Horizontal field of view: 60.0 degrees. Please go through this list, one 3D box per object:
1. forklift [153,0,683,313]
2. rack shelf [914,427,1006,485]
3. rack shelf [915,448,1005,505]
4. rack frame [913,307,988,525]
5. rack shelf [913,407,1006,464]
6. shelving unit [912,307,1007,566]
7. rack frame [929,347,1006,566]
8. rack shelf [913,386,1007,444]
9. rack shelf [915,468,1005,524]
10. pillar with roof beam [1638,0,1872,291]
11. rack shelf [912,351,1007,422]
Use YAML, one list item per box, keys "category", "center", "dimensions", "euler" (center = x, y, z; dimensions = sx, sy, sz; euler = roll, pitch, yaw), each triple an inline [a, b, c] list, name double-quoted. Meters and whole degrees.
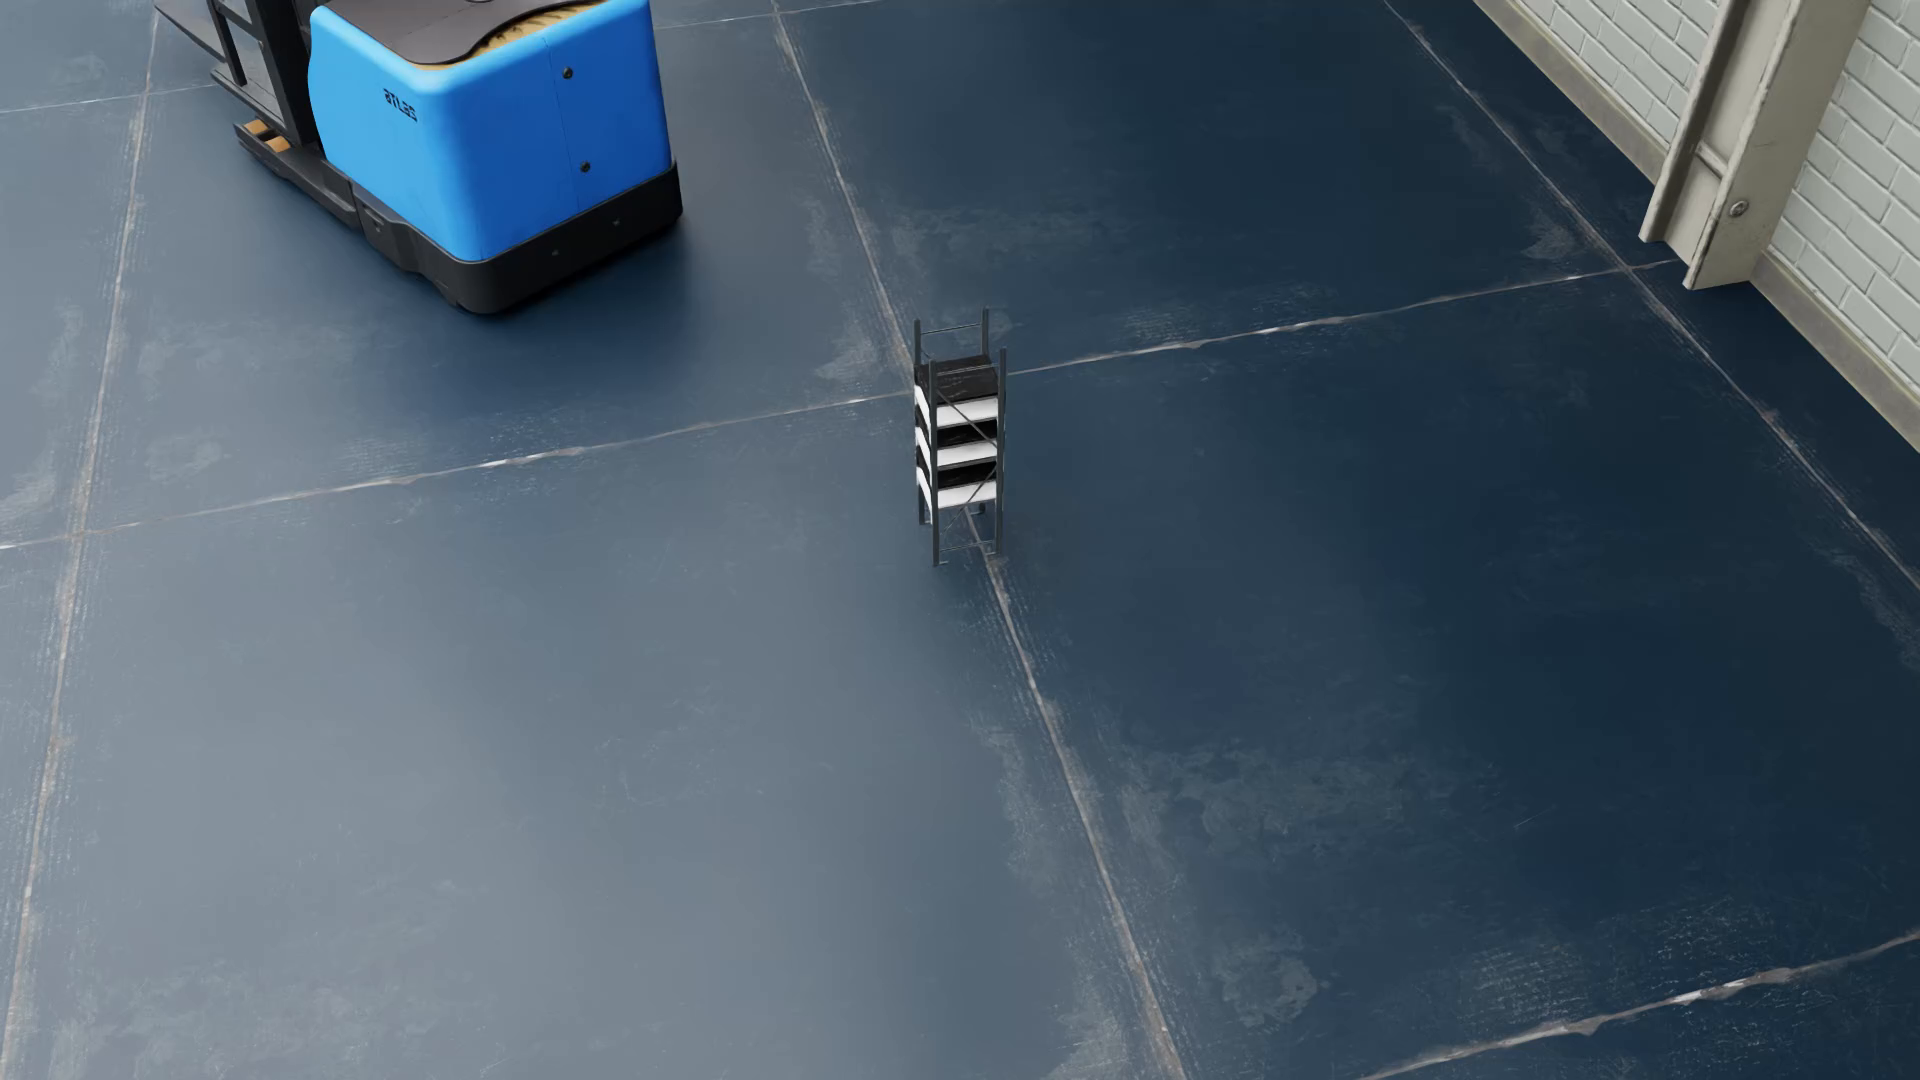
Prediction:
- category: "forklift"
  center: [-2.565, -2.861, 6.502]
  dimensions: [1.130, 2.935, 3.031]
  euler: [-35, 55, -30]
- category: "rack shelf"
  center: [-0.002, -0.297, 5.458]
  dimensions: [0.258, 0.077, 0.200]
  euler: [-11, 47, -10]
- category: "rack shelf"
  center: [-0.002, -0.234, 5.522]
  dimensions: [0.258, 0.077, 0.200]
  euler: [-11, 47, -10]
- category: "rack frame"
  center: [-0.028, -0.391, 5.503]
  dimensions: [0.240, 0.900, 0.006]
  euler: [-11, 47, -10]
- category: "rack shelf"
  center: [-0.002, -0.360, 5.394]
  dimensions: [0.258, 0.077, 0.200]
  euler: [-11, 47, -10]
- category: "shelving unit"
  center: [-0.002, -0.321, 5.434]
  dimensions: [0.258, 0.900, 0.210]
  euler: [-11, 47, -10]
- category: "rack frame"
  center: [0.024, -0.250, 5.365]
  dimensions: [0.240, 0.900, 0.006]
  euler: [-11, 47, -10]
- category: "rack shelf"
  center: [-0.002, -0.423, 5.329]
  dimensions: [0.258, 0.077, 0.200]
  euler: [-11, 47, -10]
- category: "rack shelf"
  center: [-0.002, -0.171, 5.586]
  dimensions: [0.258, 0.077, 0.200]
  euler: [-11, 47, -10]
- category: "pillar with roof beam"
  center: [-1.107, -3.539, 2.917]
  dimensions: [9.100, 9.000, 0.400]
  euler: [-11, 47, -10]
- category: "rack shelf"
  center: [-0.002, -0.486, 5.265]
  dimensions: [0.258, 0.077, 0.200]
  euler: [-11, 47, -10]
